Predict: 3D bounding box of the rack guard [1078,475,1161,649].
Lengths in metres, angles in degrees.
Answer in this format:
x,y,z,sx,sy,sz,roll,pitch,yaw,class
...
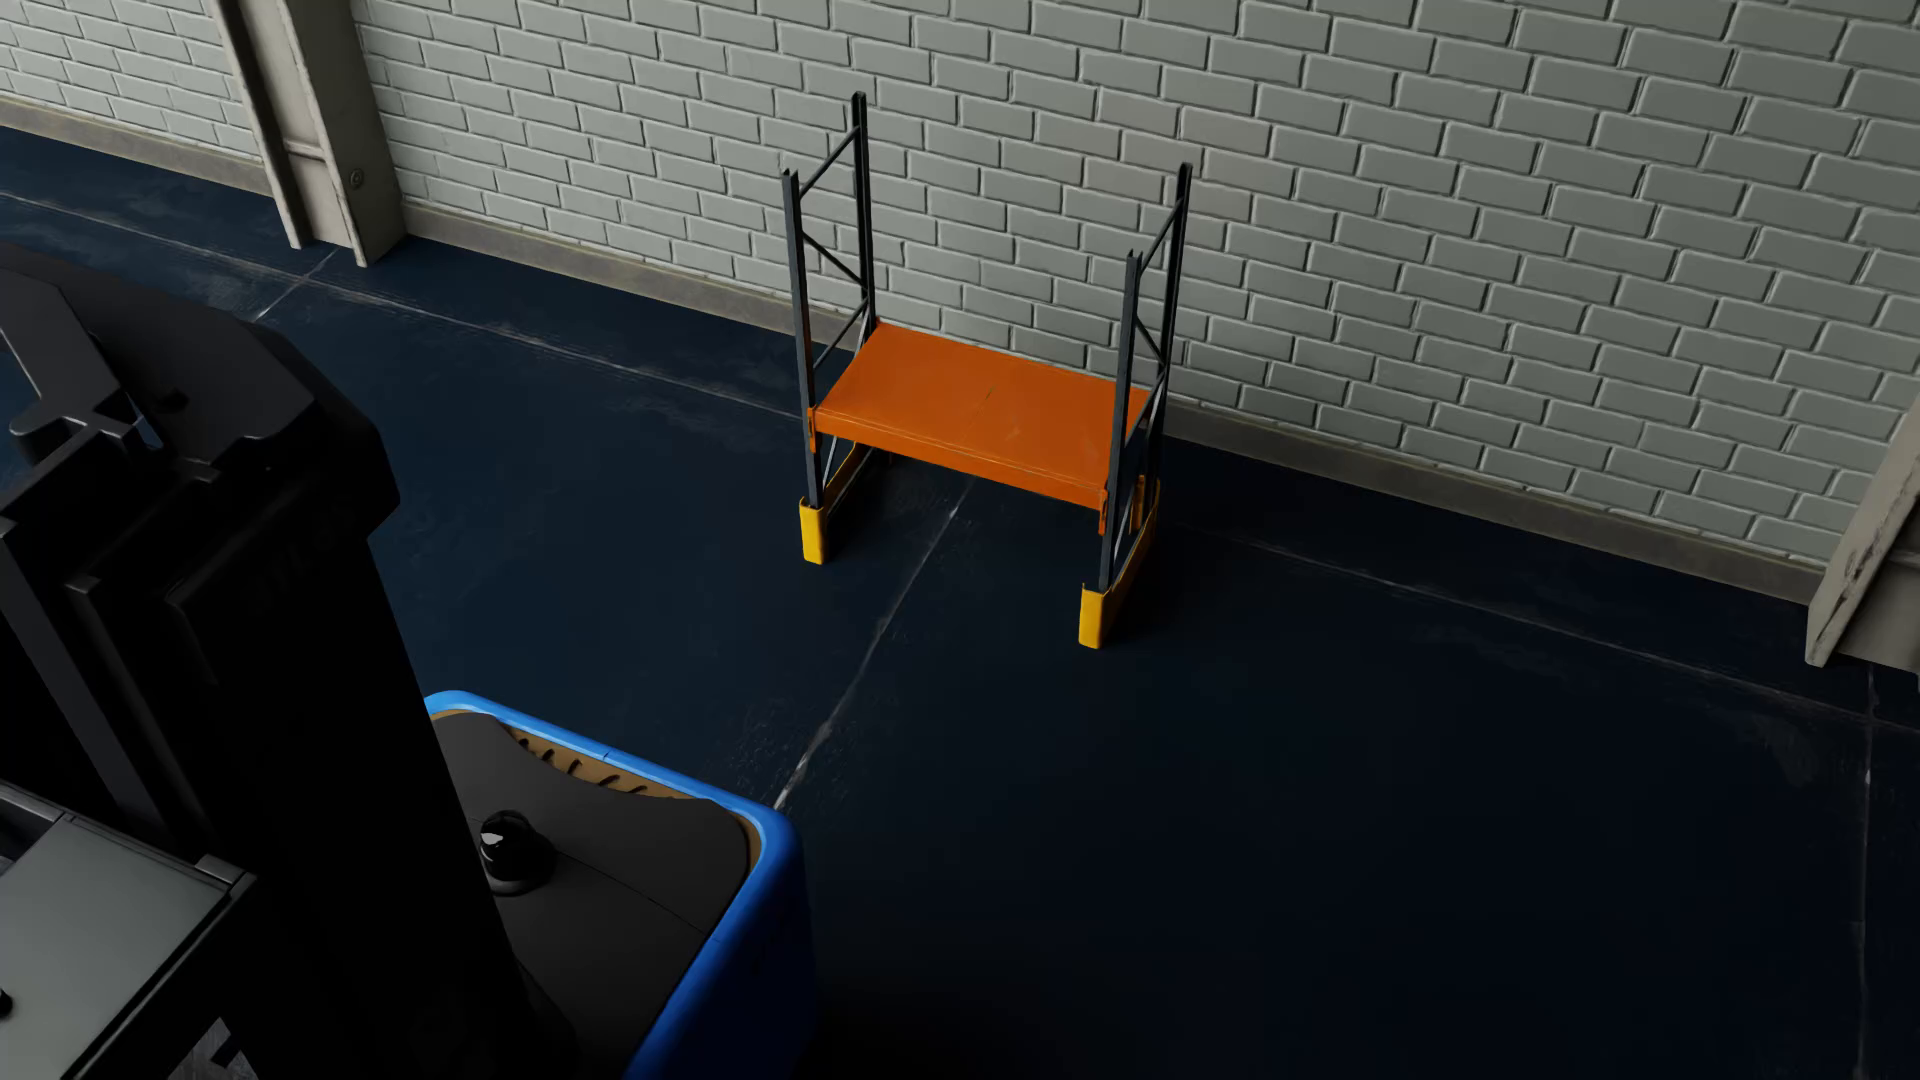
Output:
x,y,z,sx,sy,sz,roll,pitch,yaw,class
0.530,0.067,5.505,0.087,0.250,0.587,16,47,16,rack guard

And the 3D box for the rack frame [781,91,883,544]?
x,y,z,sx,sy,sz,roll,pitch,yaw,class
-0.390,-0.647,5.336,0.032,1.500,0.500,16,47,16,rack frame

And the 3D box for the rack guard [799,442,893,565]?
x,y,z,sx,sy,sz,roll,pitch,yaw,class
-0.389,-0.203,5.777,0.087,0.250,0.587,16,47,16,rack guard

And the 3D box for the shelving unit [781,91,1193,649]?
x,y,z,sx,sy,sz,roll,pitch,yaw,class
0.070,-0.511,5.200,1.083,1.500,0.587,16,47,16,shelving unit

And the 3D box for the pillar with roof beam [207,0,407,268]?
x,y,z,sx,sy,sz,roll,pitch,yaw,class
-4.232,-1.667,1.046,0.400,9.000,9.100,16,47,16,pillar with roof beam

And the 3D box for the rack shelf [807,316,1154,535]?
x,y,z,sx,sy,sz,roll,pitch,yaw,class
0.079,-0.381,5.325,1.000,0.185,0.538,16,47,16,rack shelf

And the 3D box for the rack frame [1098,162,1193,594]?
x,y,z,sx,sy,sz,roll,pitch,yaw,class
0.548,-0.370,5.059,0.032,1.500,0.500,16,47,16,rack frame

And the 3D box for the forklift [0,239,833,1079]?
x,y,z,sx,sy,sz,roll,pitch,yaw,class
-1.396,1.141,2.525,1.130,2.935,3.031,18,48,17,forklift
